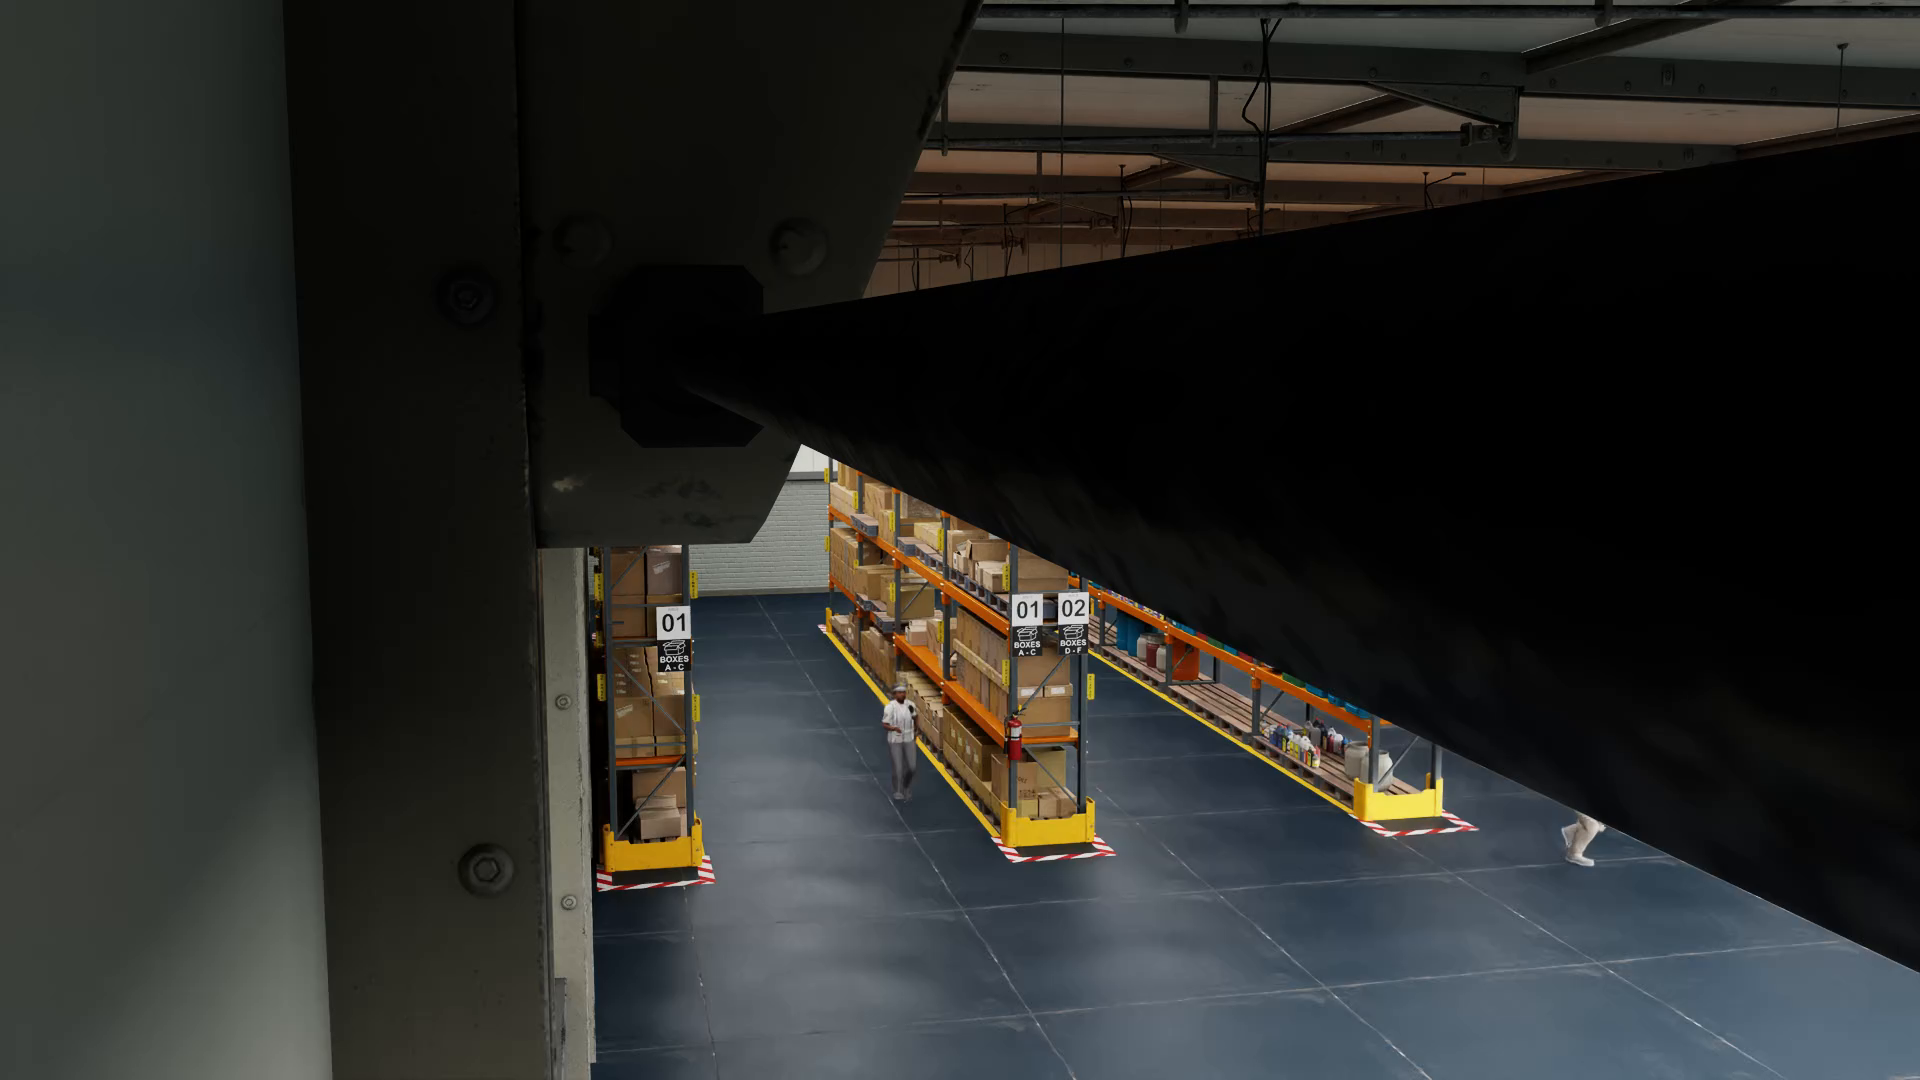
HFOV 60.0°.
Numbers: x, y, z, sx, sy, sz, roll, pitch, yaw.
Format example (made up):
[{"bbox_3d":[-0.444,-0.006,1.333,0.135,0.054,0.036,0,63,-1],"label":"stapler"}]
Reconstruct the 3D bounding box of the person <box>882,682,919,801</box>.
[{"bbox_3d":[-0.773,2.767,22.734,0.560,1.685,0.605,-2,7,-16],"label":"person"}]

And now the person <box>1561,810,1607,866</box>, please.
[{"bbox_3d":[7.623,3.110,20.193,0.594,1.684,0.660,3,7,24],"label":"person"}]
